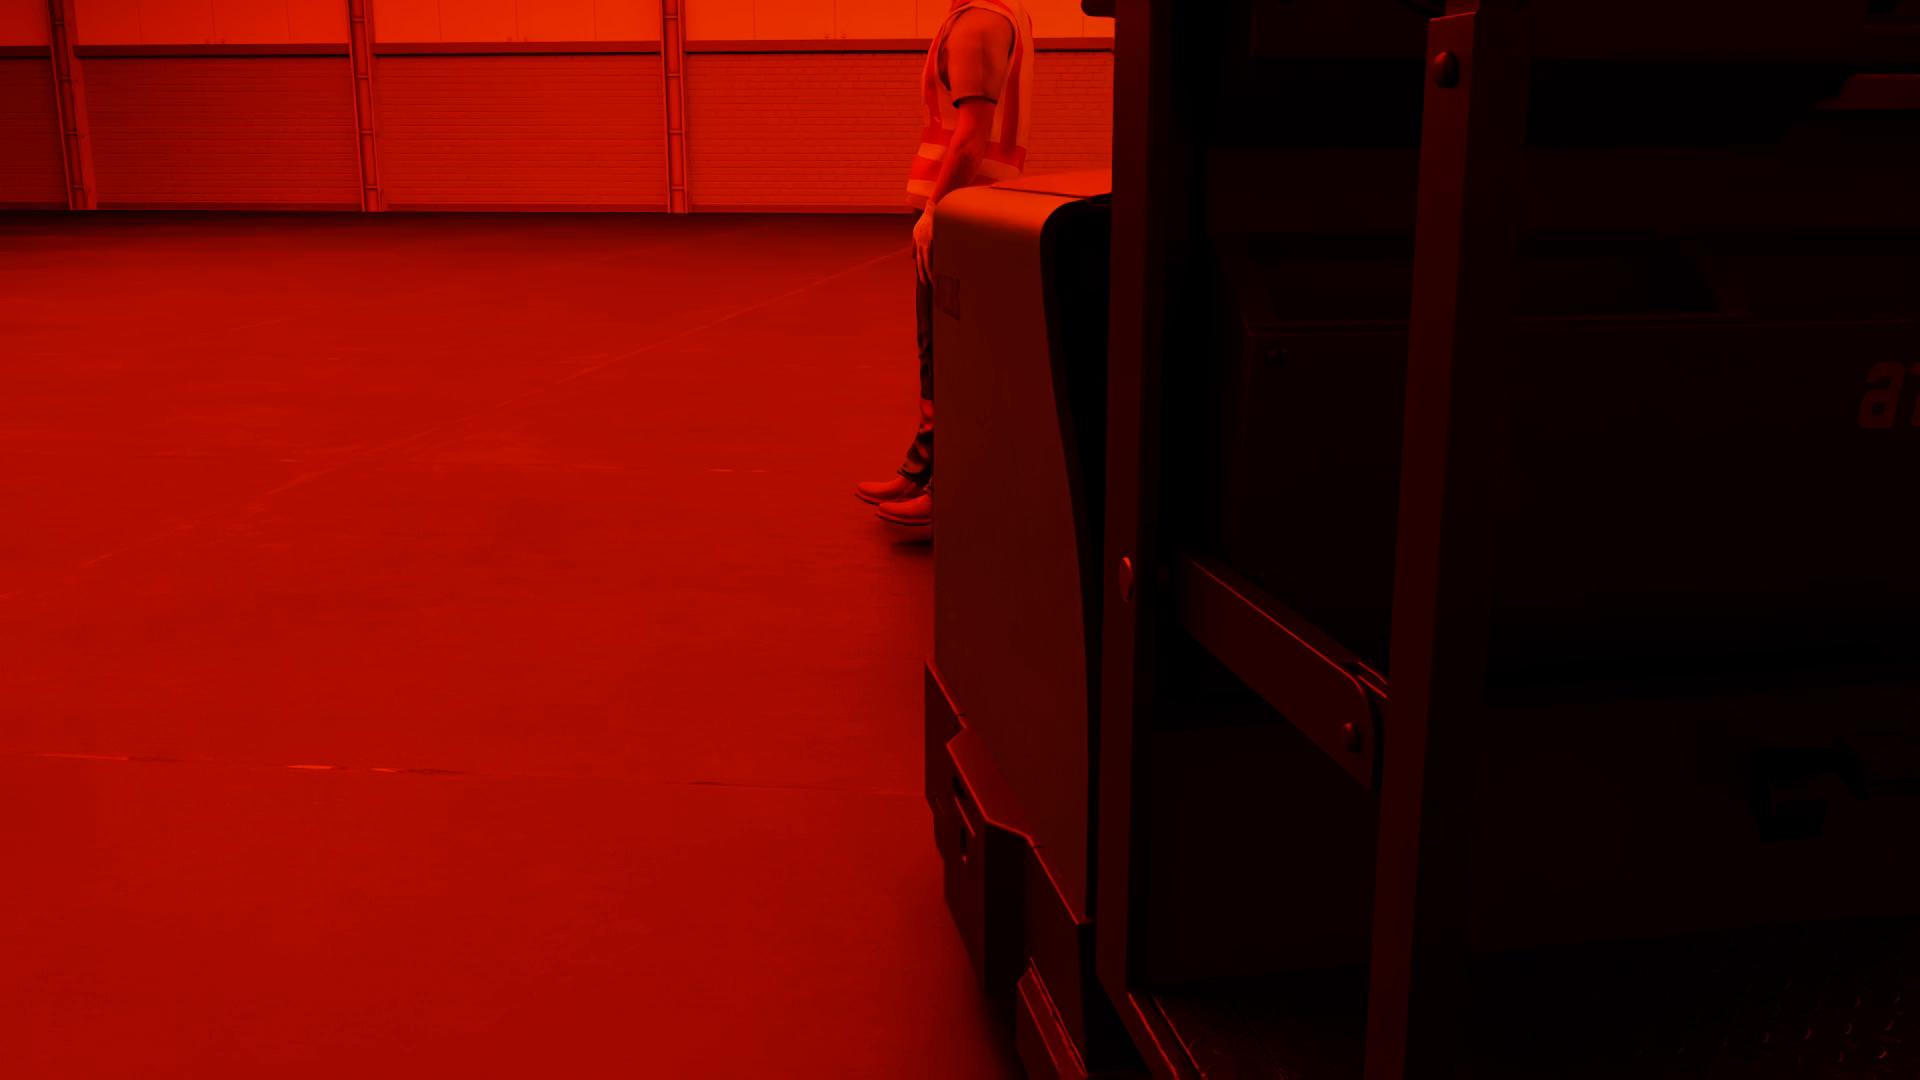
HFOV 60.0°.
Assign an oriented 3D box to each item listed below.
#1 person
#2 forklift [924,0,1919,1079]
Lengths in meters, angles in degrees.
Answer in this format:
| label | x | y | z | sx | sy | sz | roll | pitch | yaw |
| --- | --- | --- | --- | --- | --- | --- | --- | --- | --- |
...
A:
| label | x | y | z | sx | sy | sz | roll | pitch | yaw |
| --- | --- | --- | --- | --- | --- | --- | --- | --- | --- |
| person | -0.078 | -0.922 | 4.752 | 0.564 | 1.786 | 0.638 | 2 | 13 | 7 |
| forklift | 0.725 | -0.632 | 1.213 | 1.130 | 2.935 | 3.031 | -3 | 13 | -11 |
